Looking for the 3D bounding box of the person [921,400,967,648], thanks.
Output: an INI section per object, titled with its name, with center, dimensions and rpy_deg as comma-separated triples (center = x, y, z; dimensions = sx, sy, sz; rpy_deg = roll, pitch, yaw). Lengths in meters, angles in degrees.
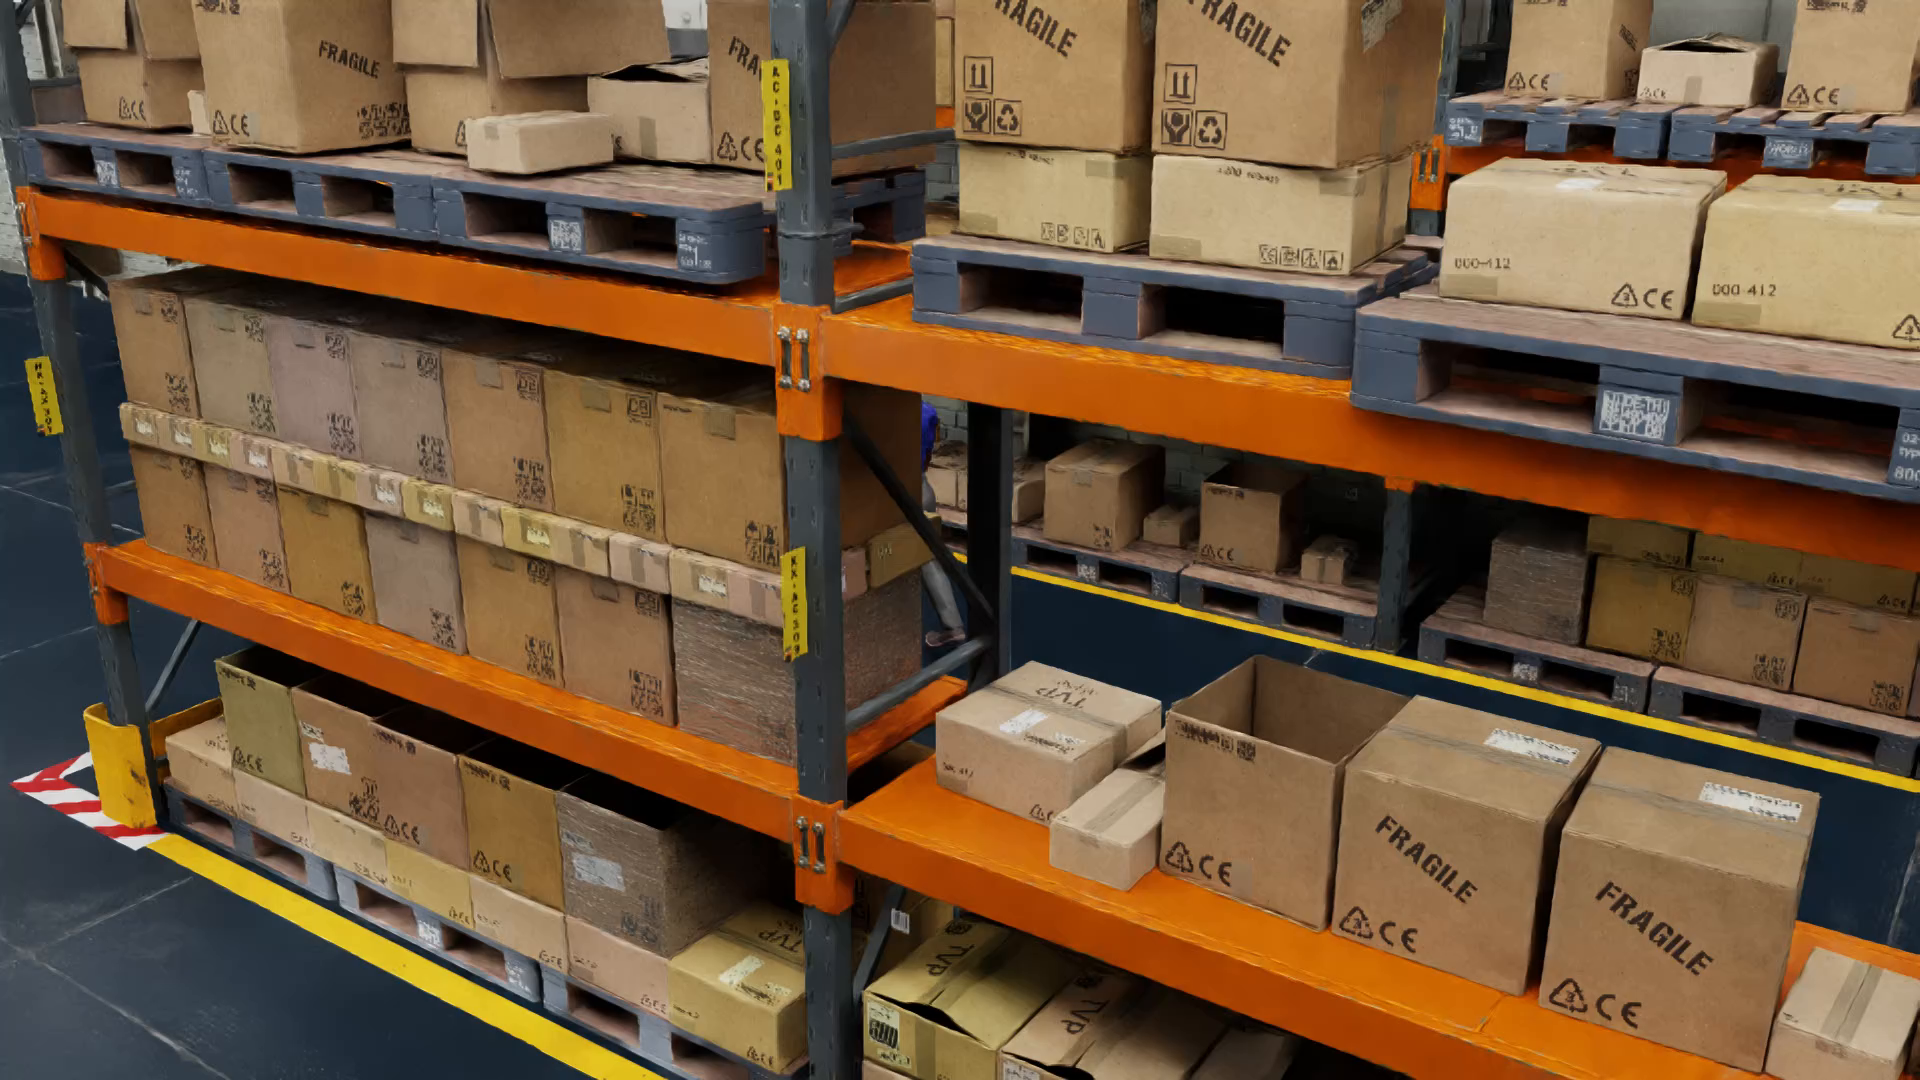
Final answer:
[person]
center = -0.317, -0.211, 9.166
dimensions = 0.456, 1.611, 0.964
rpy_deg = -10, 22, -26
